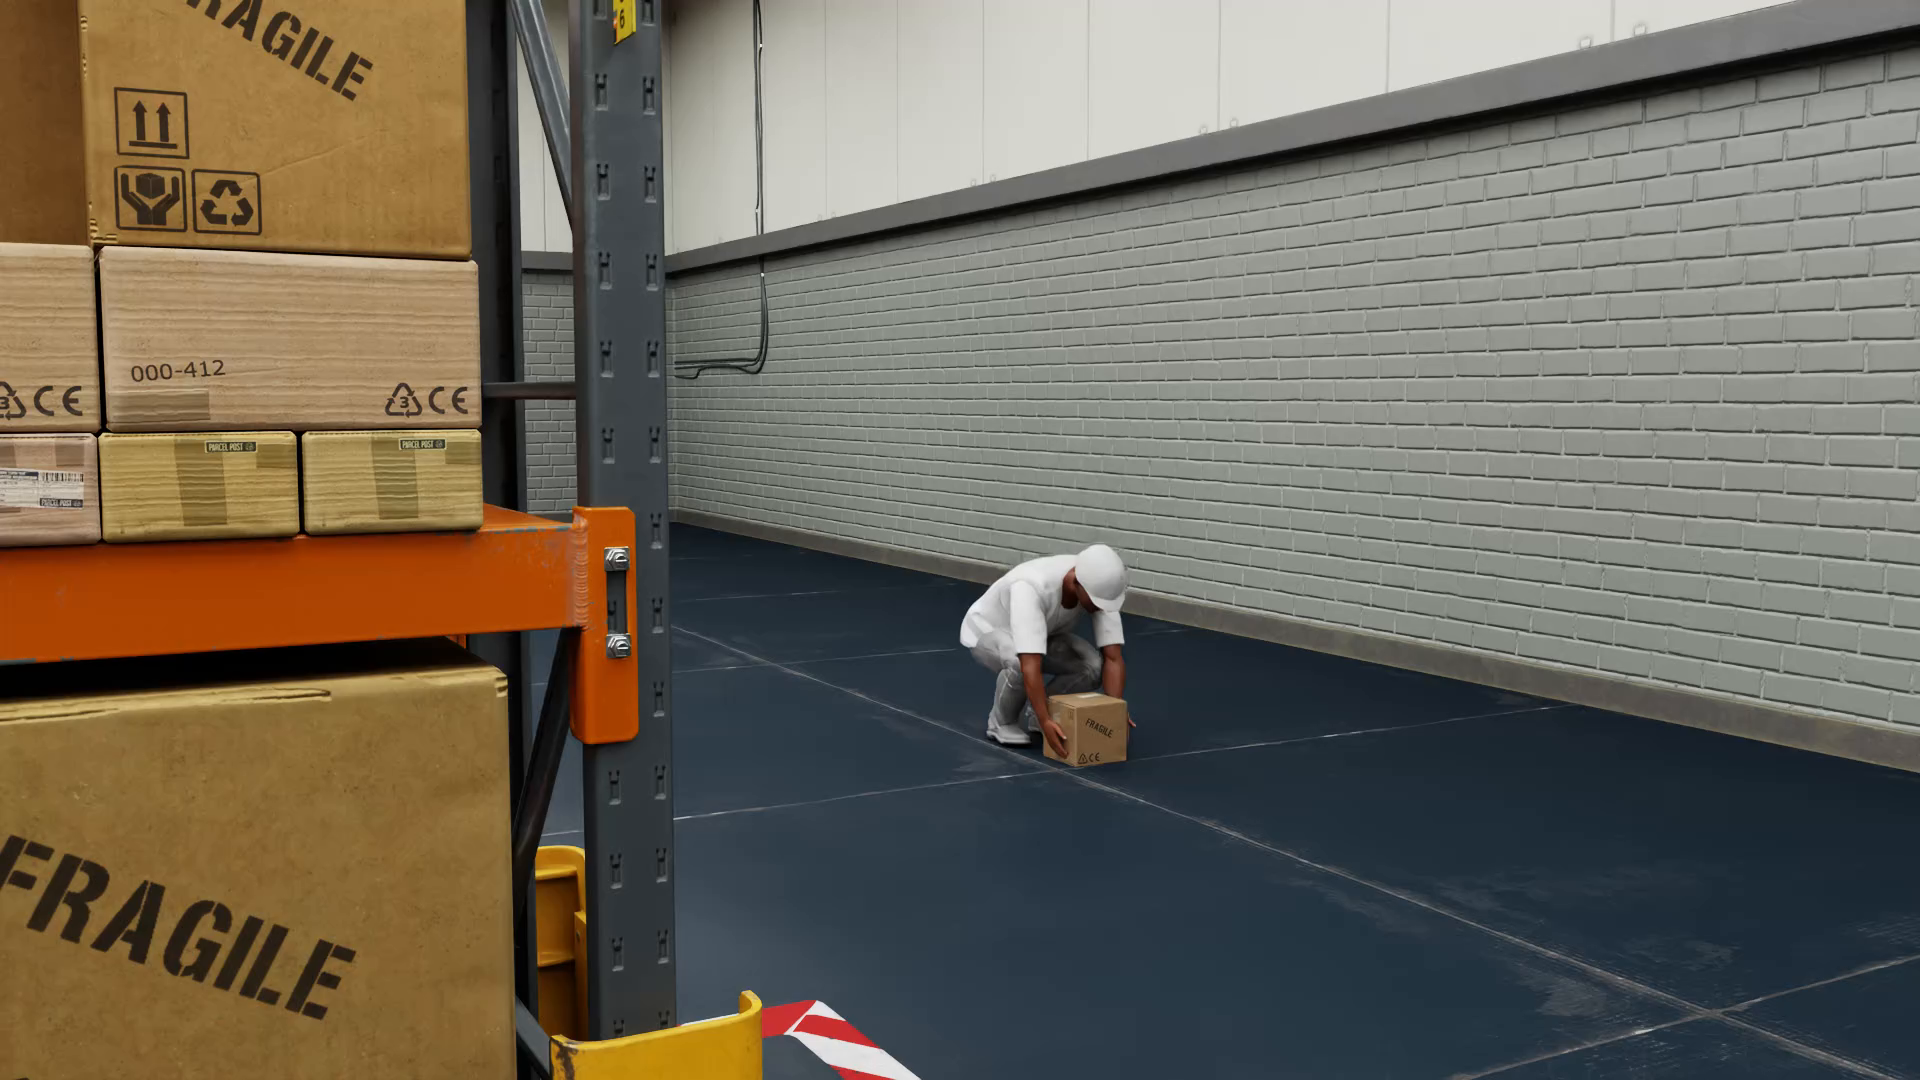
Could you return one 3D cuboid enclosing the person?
[{"bbox_3d":[0.395,0.438,7.160,0.559,0.893,0.896,-3,6,-29],"label":"person"}]
